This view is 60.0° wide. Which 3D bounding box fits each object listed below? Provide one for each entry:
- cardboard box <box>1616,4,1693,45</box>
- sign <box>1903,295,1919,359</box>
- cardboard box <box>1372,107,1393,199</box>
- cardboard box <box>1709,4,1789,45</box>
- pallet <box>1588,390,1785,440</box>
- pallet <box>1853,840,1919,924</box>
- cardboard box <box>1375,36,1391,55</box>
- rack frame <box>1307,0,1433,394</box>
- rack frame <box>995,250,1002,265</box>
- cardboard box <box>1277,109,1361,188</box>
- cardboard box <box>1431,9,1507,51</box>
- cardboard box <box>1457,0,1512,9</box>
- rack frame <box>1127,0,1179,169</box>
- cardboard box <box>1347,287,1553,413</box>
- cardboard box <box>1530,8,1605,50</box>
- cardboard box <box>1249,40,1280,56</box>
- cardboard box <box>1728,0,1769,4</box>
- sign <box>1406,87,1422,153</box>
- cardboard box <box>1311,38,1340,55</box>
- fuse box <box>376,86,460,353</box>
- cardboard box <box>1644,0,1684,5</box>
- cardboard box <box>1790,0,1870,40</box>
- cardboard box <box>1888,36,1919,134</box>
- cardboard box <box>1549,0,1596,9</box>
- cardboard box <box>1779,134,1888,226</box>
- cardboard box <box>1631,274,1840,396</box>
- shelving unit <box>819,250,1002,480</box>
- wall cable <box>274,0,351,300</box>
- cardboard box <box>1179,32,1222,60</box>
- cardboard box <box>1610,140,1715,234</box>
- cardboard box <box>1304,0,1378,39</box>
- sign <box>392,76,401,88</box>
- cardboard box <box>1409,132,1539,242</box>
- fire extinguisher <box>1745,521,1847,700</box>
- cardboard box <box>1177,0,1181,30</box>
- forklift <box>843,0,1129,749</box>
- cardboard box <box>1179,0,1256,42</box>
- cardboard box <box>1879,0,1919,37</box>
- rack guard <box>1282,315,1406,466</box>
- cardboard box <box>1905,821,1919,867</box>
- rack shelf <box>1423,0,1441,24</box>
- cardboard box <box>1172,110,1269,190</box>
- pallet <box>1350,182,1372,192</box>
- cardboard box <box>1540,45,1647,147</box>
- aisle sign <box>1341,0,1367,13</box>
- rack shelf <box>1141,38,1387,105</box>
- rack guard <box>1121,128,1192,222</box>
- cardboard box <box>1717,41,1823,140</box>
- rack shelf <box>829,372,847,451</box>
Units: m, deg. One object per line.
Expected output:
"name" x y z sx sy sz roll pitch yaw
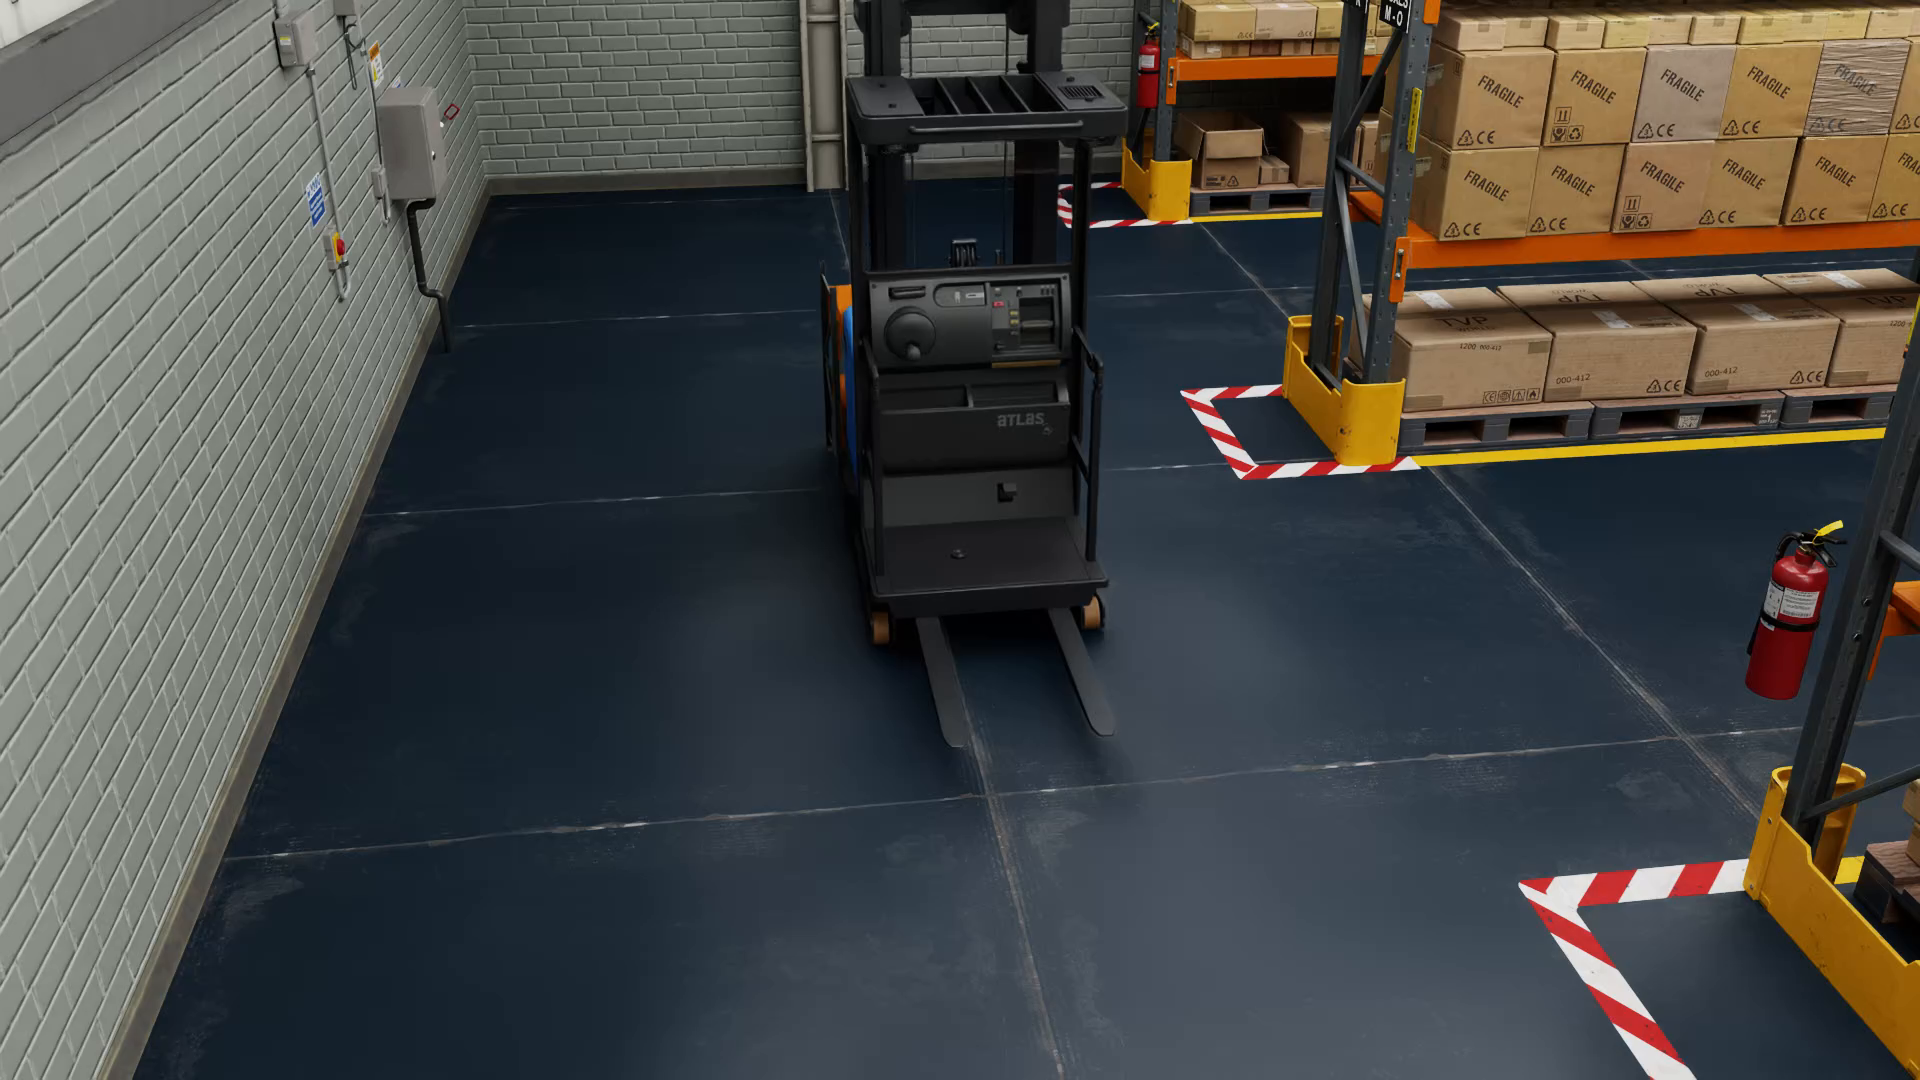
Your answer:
"cardboard box" 3.731 -2.786 8.978 0.250 0.149 0.380 -3 27 -7
"sign" 3.039 -0.708 5.229 0.005 0.325 0.100 -4 27 -7
"cardboard box" 2.748 -2.226 9.693 0.500 0.500 0.500 -4 27 -7
"cardboard box" 4.239 -2.786 8.979 0.250 0.149 0.380 -4 27 -8
"pallet" 4.293 -0.953 10.376 1.213 0.211 1.003 -4 27 -7
"pallet" 3.981 1.400 5.790 1.213 0.211 1.003 -4 27 -7
"cardboard box" 3.516 -4.146 13.819 0.250 0.149 0.380 -3 27 -6
"rack frame" 2.307 -2.031 9.423 0.127 3.000 1.000 -4 27 -7
"rack frame" 0.269 -1.050 9.558 0.032 1.125 0.500 -5 27 -10
"cardboard box" 3.083 -3.383 14.335 0.500 0.500 0.700 -3 27 -5
"cardboard box" 2.697 -2.707 8.824 0.250 0.149 0.380 -3 27 -6
"cardboard box" 2.883 -2.950 9.298 0.250 0.149 0.380 -3 27 -6
"rack frame" 1.612 -4.275 13.796 0.127 3.000 1.000 -4 27 -7
"cardboard box" 2.947 -1.165 10.082 0.875 0.438 0.875 -5 28 -9
"cardboard box" 3.220 -2.720 8.850 0.250 0.149 0.380 -3 27 -6
"cardboard box" 2.476 -4.130 13.788 0.250 0.149 0.380 -4 27 -8
"cardboard box" 4.408 -3.073 9.537 0.250 0.149 0.380 -4 27 -7
"sign" 2.378 -2.200 8.718 0.005 0.325 0.100 -4 27 -7
"cardboard box" 2.997 -4.137 13.803 0.250 0.149 0.380 -3 27 -6
"fuse box" -3.422 -2.048 10.867 0.414 1.711 0.539 -4 27 -7
"cardboard box" 3.890 -3.029 9.451 0.250 0.149 0.380 -3 27 -6
"cardboard box" 4.733 -2.847 9.098 0.250 0.149 0.380 -4 27 -8
"cardboard box" 5.336 -2.592 9.310 0.500 0.500 0.500 -4 27 -8
"cardboard box" 3.382 -3.002 9.399 0.250 0.149 0.380 -3 27 -6
"cardboard box" 4.840 -2.111 9.470 0.500 0.500 0.500 -4 27 -8
"cardboard box" 4.745 -1.284 10.313 0.875 0.438 0.875 -4 27 -9
"shelving unit" -0.229 -1.003 9.466 1.048 1.125 0.538 -5 27 -10
"wall cable" -3.273 -2.128 8.464 0.123 1.953 0.585 -4 27 -7
"cardboard box" 1.976 -4.060 13.652 0.250 0.149 0.380 -4 27 -8
"cardboard box" 3.826 -2.046 9.341 0.500 0.500 0.500 -4 27 -7
"cardboard box" 3.099 -4.314 13.709 0.500 0.250 0.500 -4 27 -8
"sign" -3.695 -2.789 11.004 0.001 0.494 0.329 -4 27 -7
"cardboard box" 2.822 -1.977 9.207 0.500 0.500 0.500 -4 27 -8
"fire extinguisher" 2.783 0.208 5.553 0.183 0.674 0.296 -4 27 -7
"cardboard box" 2.030 -4.490 14.053 0.500 0.250 0.500 -3 27 -6
"forklift" 0.083 -0.982 7.453 1.130 2.935 3.031 -4 27 -7
"cardboard box" 2.099 -4.248 13.581 0.500 0.250 0.500 -4 27 -7
"cardboard box" 5.235 -2.897 9.195 0.250 0.149 0.380 -4 27 -8
"rack guard" 2.283 -0.918 9.991 0.348 0.500 1.175 -4 27 -7
"cardboard box" 3.589 1.154 5.878 0.250 0.149 0.380 -3 27 -6
"rack shelf" 4.288 -3.173 9.150 4.000 0.370 1.077 -4 27 -7
"cardboard box" 2.231 -3.347 14.262 0.637 0.503 0.797 -5 28 -9
"pallet" 3.682 -3.166 14.690 1.213 0.211 1.003 -4 27 -7
"cardboard box" 3.333 -2.458 9.051 0.500 0.500 0.500 -4 27 -9
"aisle sign" 2.193 -3.324 9.094 0.004 0.787 0.394 -4 27 -7
"rack shelf" 3.592 -4.082 14.208 4.000 0.370 1.077 -4 27 -7
"rack guard" 1.687 -3.168 14.376 0.348 0.500 1.175 -4 27 -7
"cardboard box" 4.335 -2.527 9.184 0.500 0.500 0.500 -4 27 -7
"rack shelf" -0.229 -0.784 9.575 1.000 0.278 0.538 -5 27 -10
